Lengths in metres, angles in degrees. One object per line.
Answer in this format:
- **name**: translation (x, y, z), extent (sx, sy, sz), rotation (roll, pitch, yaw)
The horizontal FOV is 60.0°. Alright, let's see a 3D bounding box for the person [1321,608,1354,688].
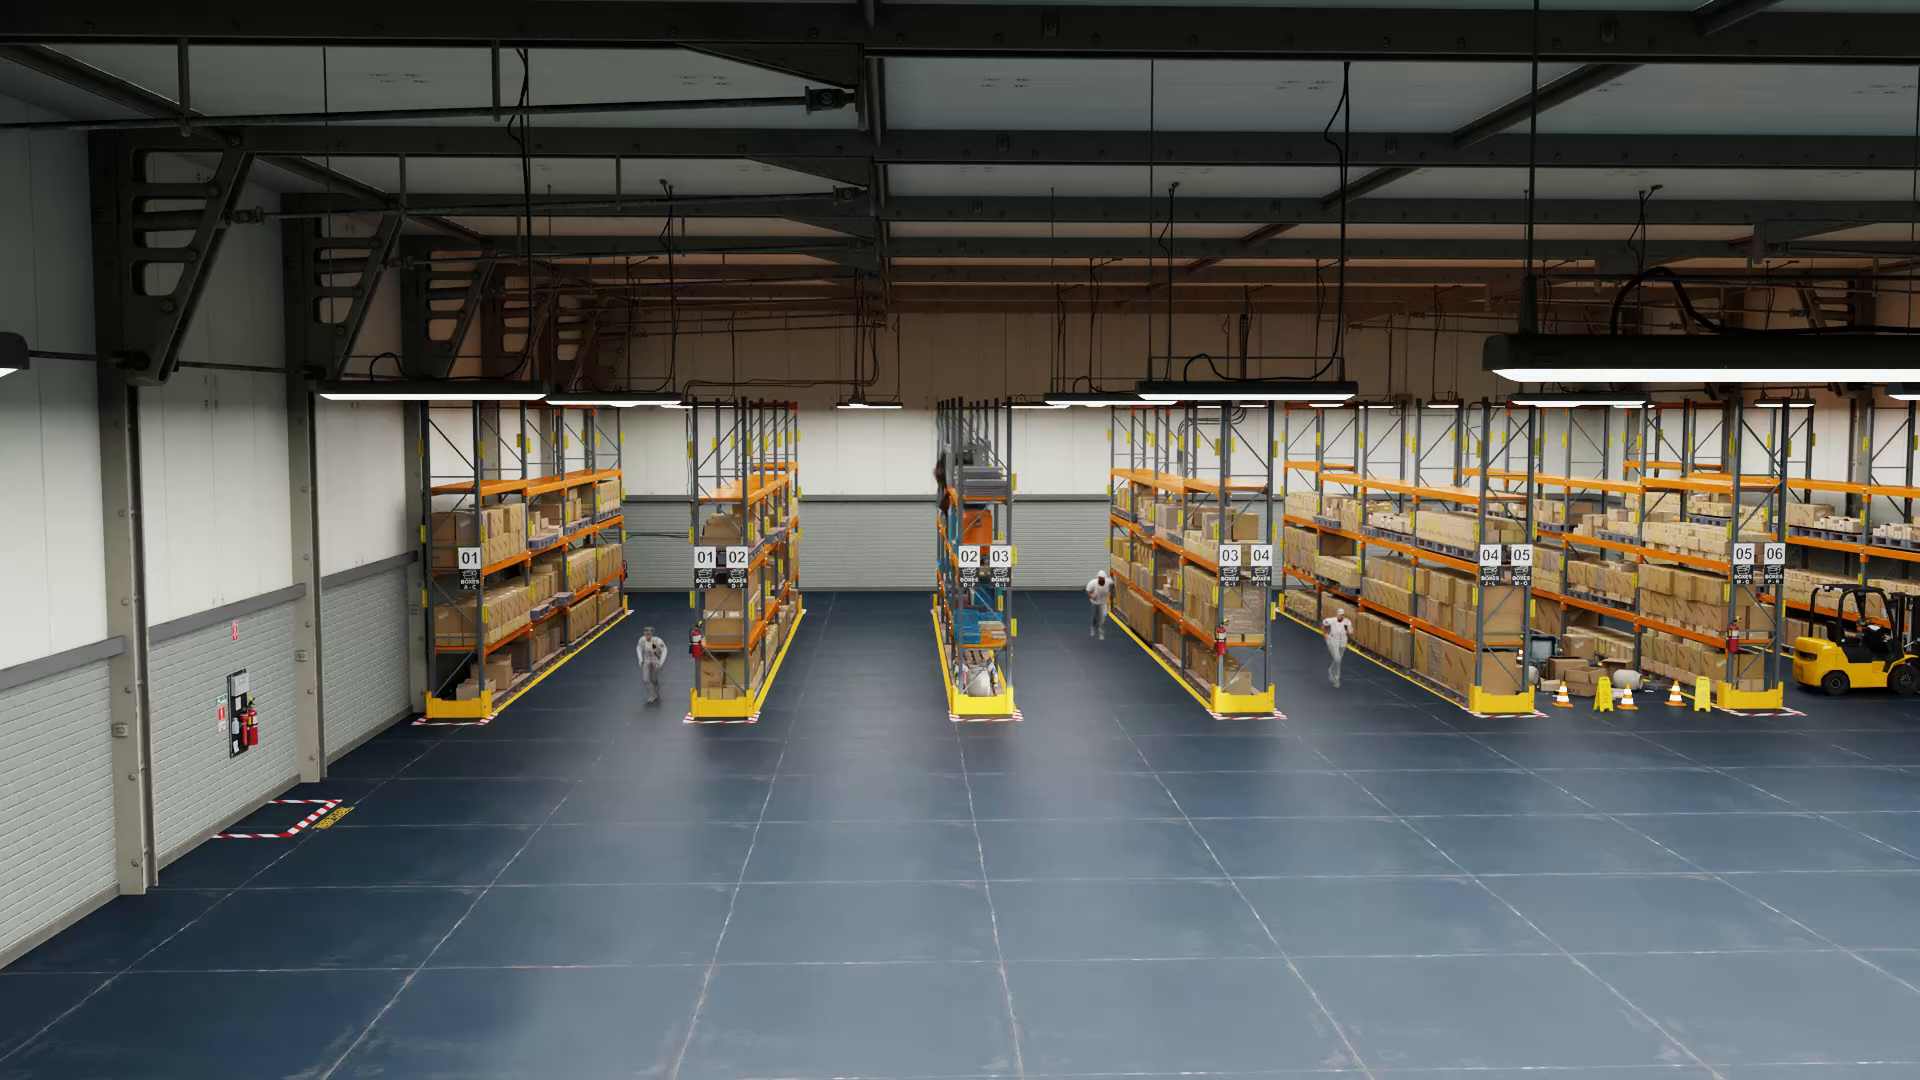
- **person**: translation (7.879, 2.234, 34.799), extent (0.599, 1.668, 0.918), rotation (-1, 4, -10)

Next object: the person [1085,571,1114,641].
- **person**: translation (3.376, 1.550, 40.439), extent (0.743, 1.680, 1.017), rotation (-1, 5, -12)

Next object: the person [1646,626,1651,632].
- **person**: translation (16.675, 1.854, 39.785), extent (0.480, 1.635, 0.762), rotation (0, 4, -4)

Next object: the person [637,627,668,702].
- **person**: translation (-6.092, 2.442, 33.038), extent (0.622, 1.512, 0.964), rotation (0, 4, 2)
